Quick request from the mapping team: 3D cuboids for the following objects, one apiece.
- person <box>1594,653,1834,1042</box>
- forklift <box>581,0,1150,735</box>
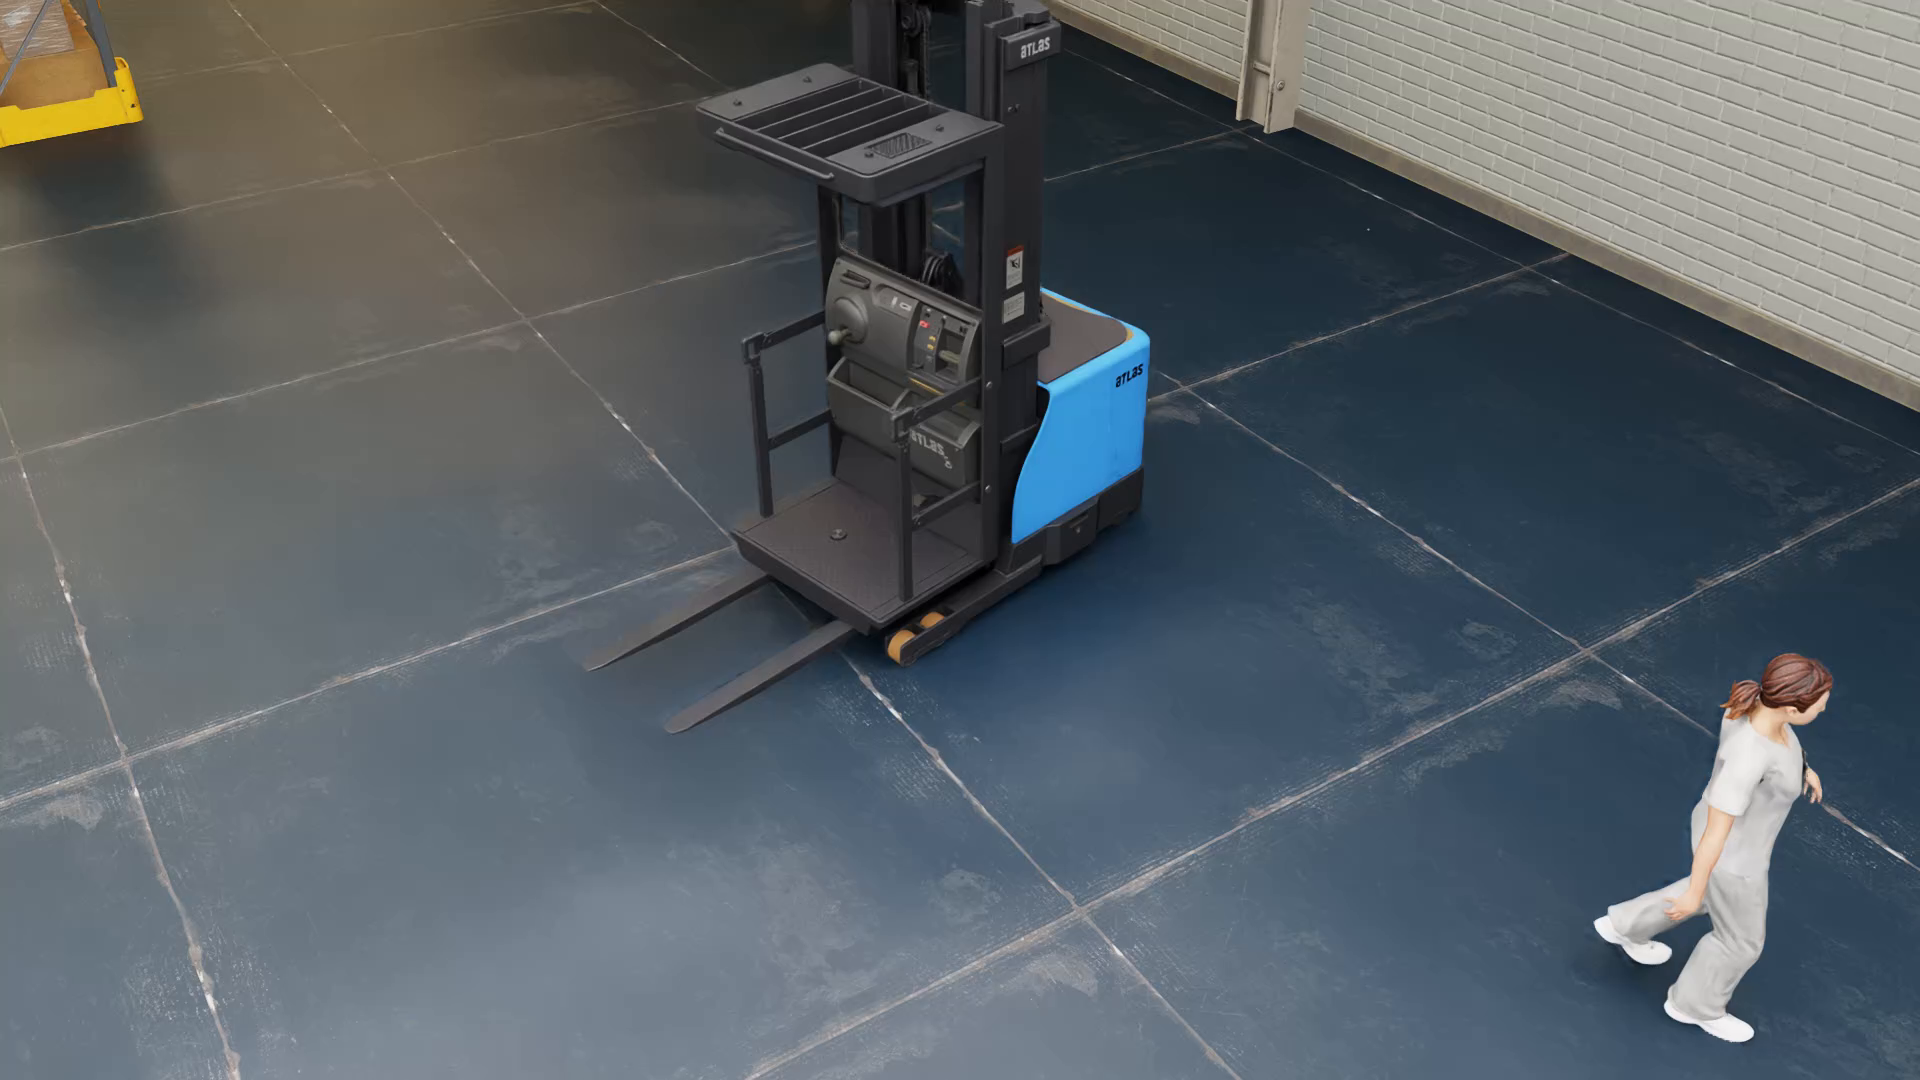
[{"bbox_3d":[2.656,1.050,5.766,0.620,1.660,0.718,12,37,17],"label":"person"},{"bbox_3d":[-0.420,-0.942,7.488,1.130,2.935,3.031,29,44,35],"label":"forklift"}]
